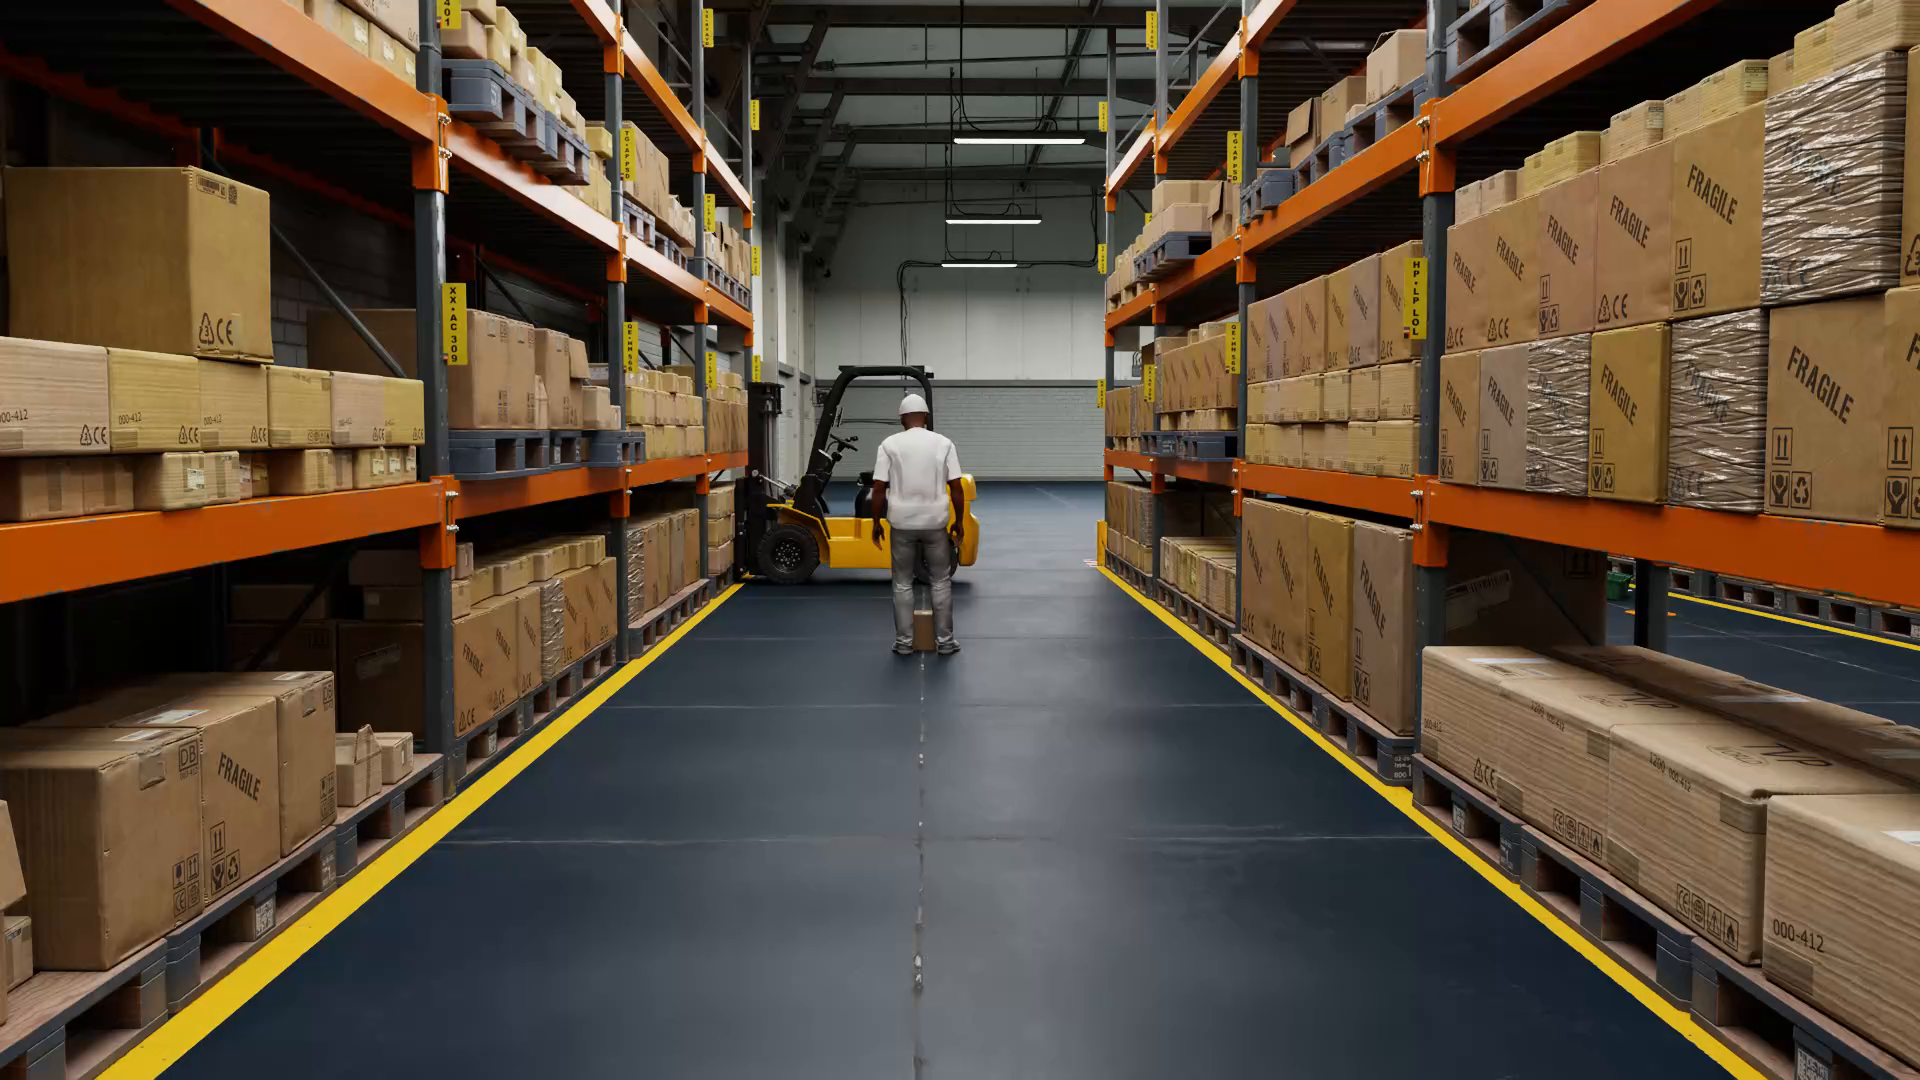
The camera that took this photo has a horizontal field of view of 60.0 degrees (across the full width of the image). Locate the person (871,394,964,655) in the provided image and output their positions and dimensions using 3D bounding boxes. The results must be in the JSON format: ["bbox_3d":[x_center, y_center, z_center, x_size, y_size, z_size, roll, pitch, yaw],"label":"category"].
[{"bbox_3d":[-0.286,-0.109,11.289,0.634,1.760,0.459,0,4,-5],"label":"person"}]
